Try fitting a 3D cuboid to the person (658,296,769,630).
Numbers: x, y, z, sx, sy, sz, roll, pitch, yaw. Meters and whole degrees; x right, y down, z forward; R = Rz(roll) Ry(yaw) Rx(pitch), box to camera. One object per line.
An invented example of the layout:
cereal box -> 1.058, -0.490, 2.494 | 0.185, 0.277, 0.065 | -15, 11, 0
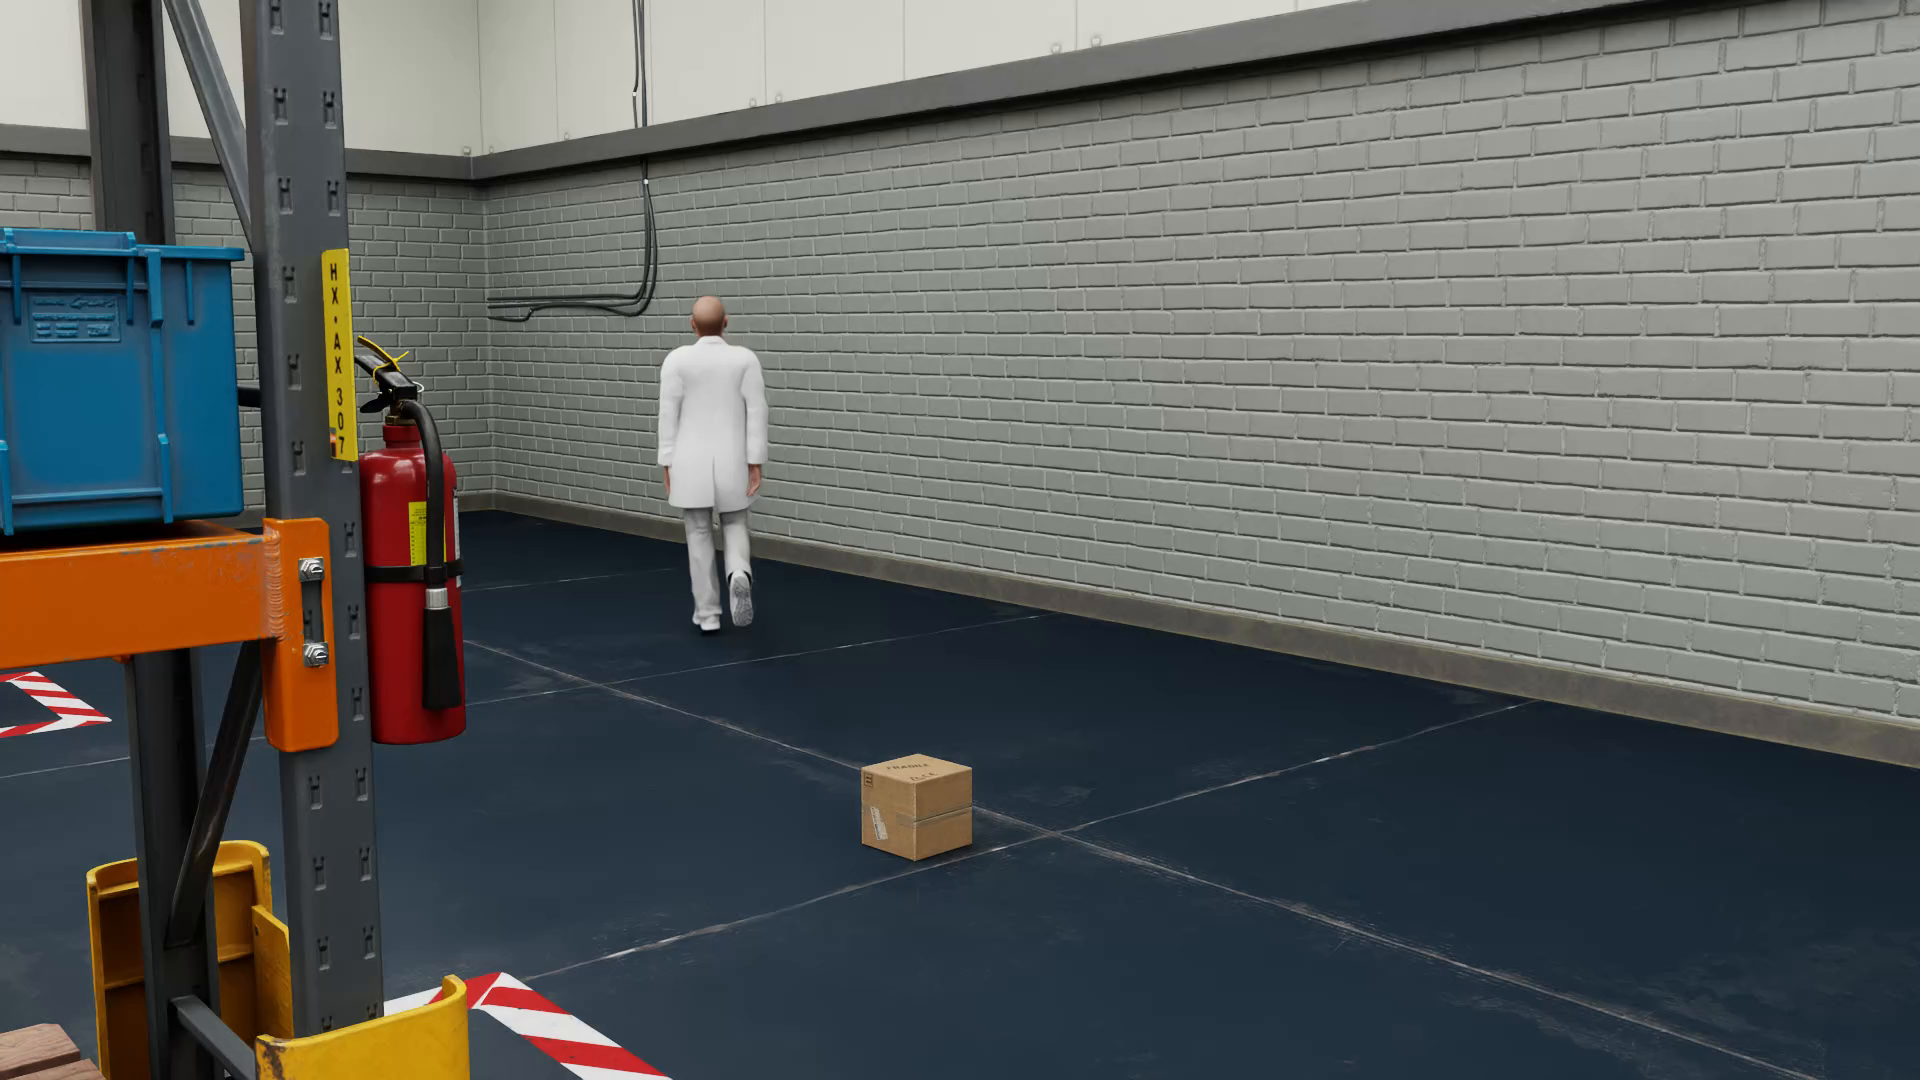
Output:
person -> -1.312, -0.406, 8.838 | 0.571, 1.765, 0.568 | -2, 8, -17
